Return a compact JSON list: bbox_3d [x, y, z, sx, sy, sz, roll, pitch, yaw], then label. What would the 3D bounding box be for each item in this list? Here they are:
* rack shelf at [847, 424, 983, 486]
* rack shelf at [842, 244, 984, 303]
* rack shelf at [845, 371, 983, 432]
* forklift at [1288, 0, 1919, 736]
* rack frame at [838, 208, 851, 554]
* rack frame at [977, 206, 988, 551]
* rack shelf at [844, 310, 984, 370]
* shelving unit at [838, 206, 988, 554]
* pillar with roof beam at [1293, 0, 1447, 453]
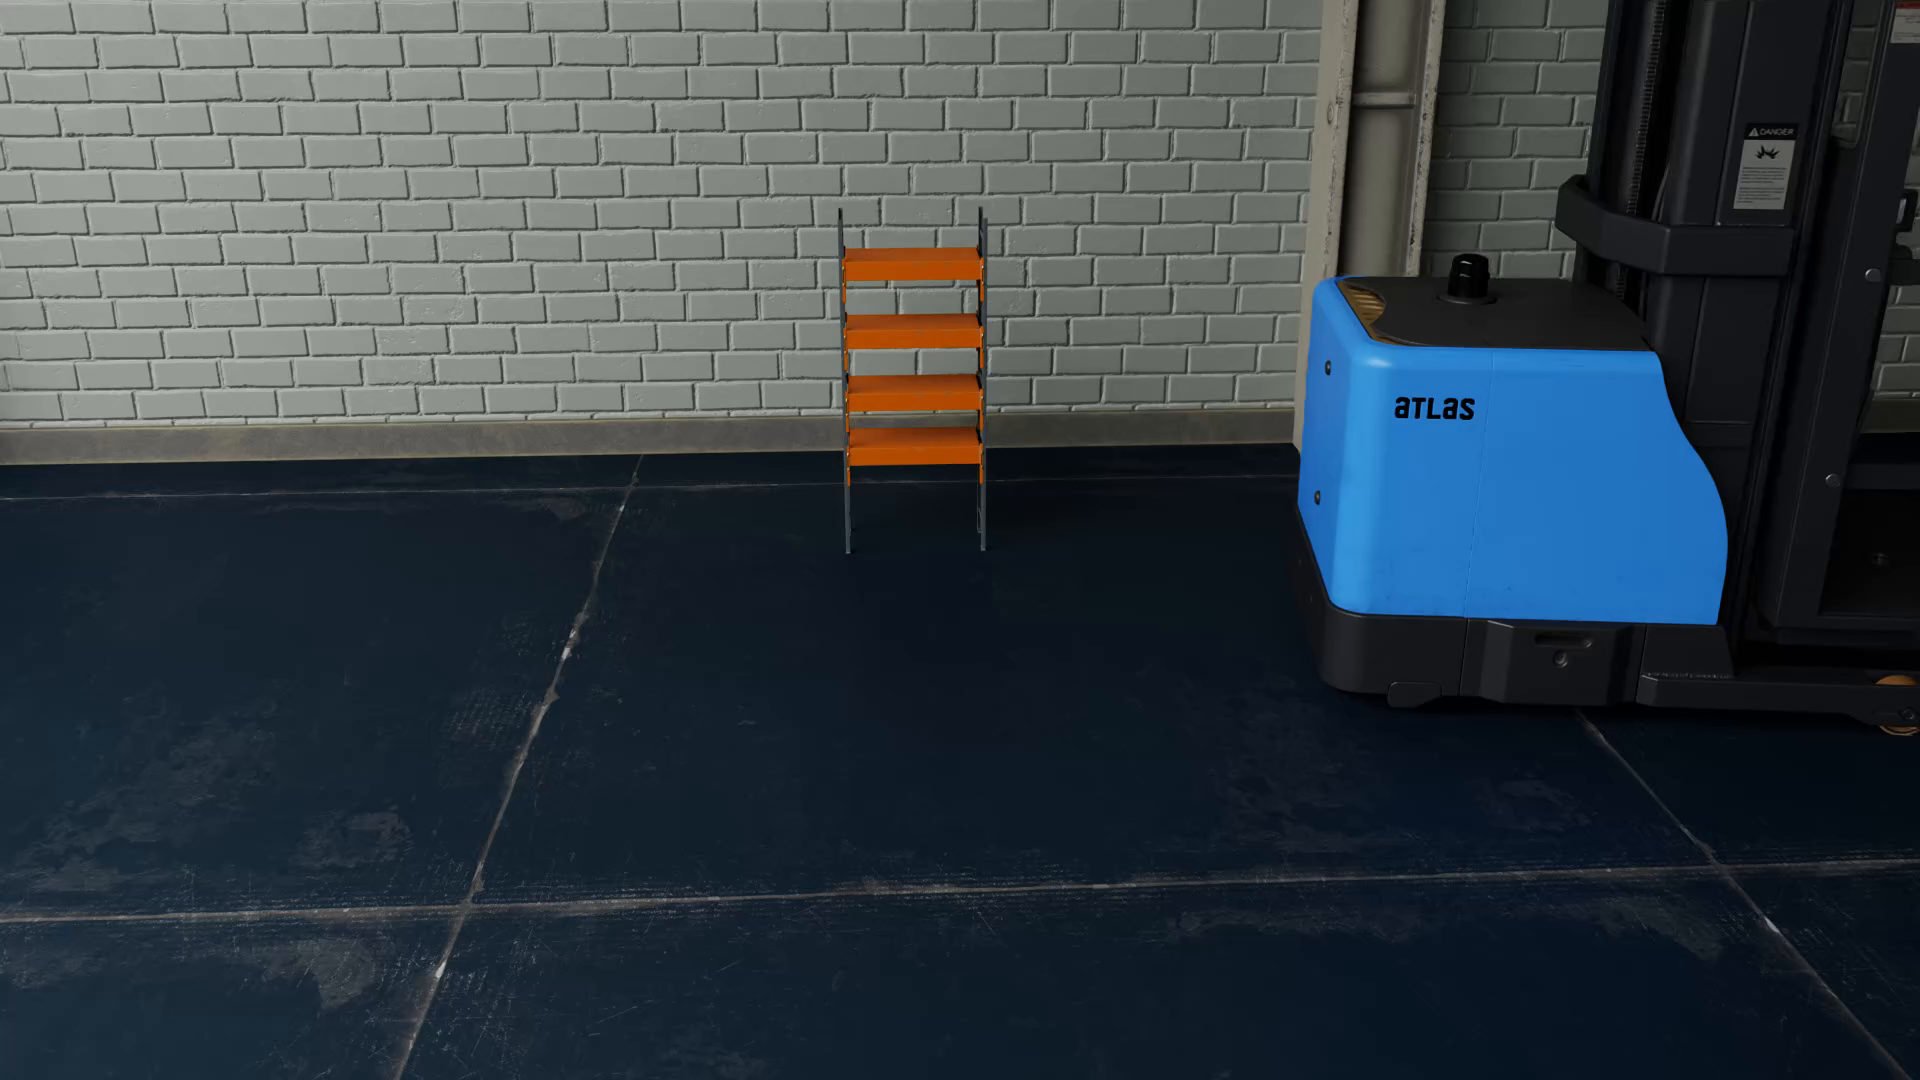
[{"bbox_3d":[-0.165,-0.309,5.993,0.480,0.148,0.258,-1,21,-3],"label":"rack shelf"},{"bbox_3d":[-0.165,-0.925,5.759,0.480,0.148,0.258,-1,21,-3],"label":"rack shelf"},{"bbox_3d":[-0.165,-0.494,5.923,0.480,0.148,0.258,-1,21,-3],"label":"rack shelf"},{"bbox_3d":[2.595,-1.011,4.657,3.031,2.935,1.130,2,21,4],"label":"forklift"},{"bbox_3d":[-0.409,-0.552,5.886,0.015,1.200,0.240,-1,21,-3],"label":"rack frame"},{"bbox_3d":[0.078,-0.562,5.912,0.015,1.200,0.240,-1,21,-3],"label":"rack frame"},{"bbox_3d":[-0.165,-0.704,5.843,0.480,0.148,0.258,-1,21,-3],"label":"rack shelf"},{"bbox_3d":[-0.165,-0.557,5.899,0.503,1.200,0.258,-1,21,-3],"label":"shelving unit"},{"bbox_3d":[1.898,-3.061,1.512,0.400,9.000,9.100,-1,21,-3],"label":"pillar with roof beam"}]
